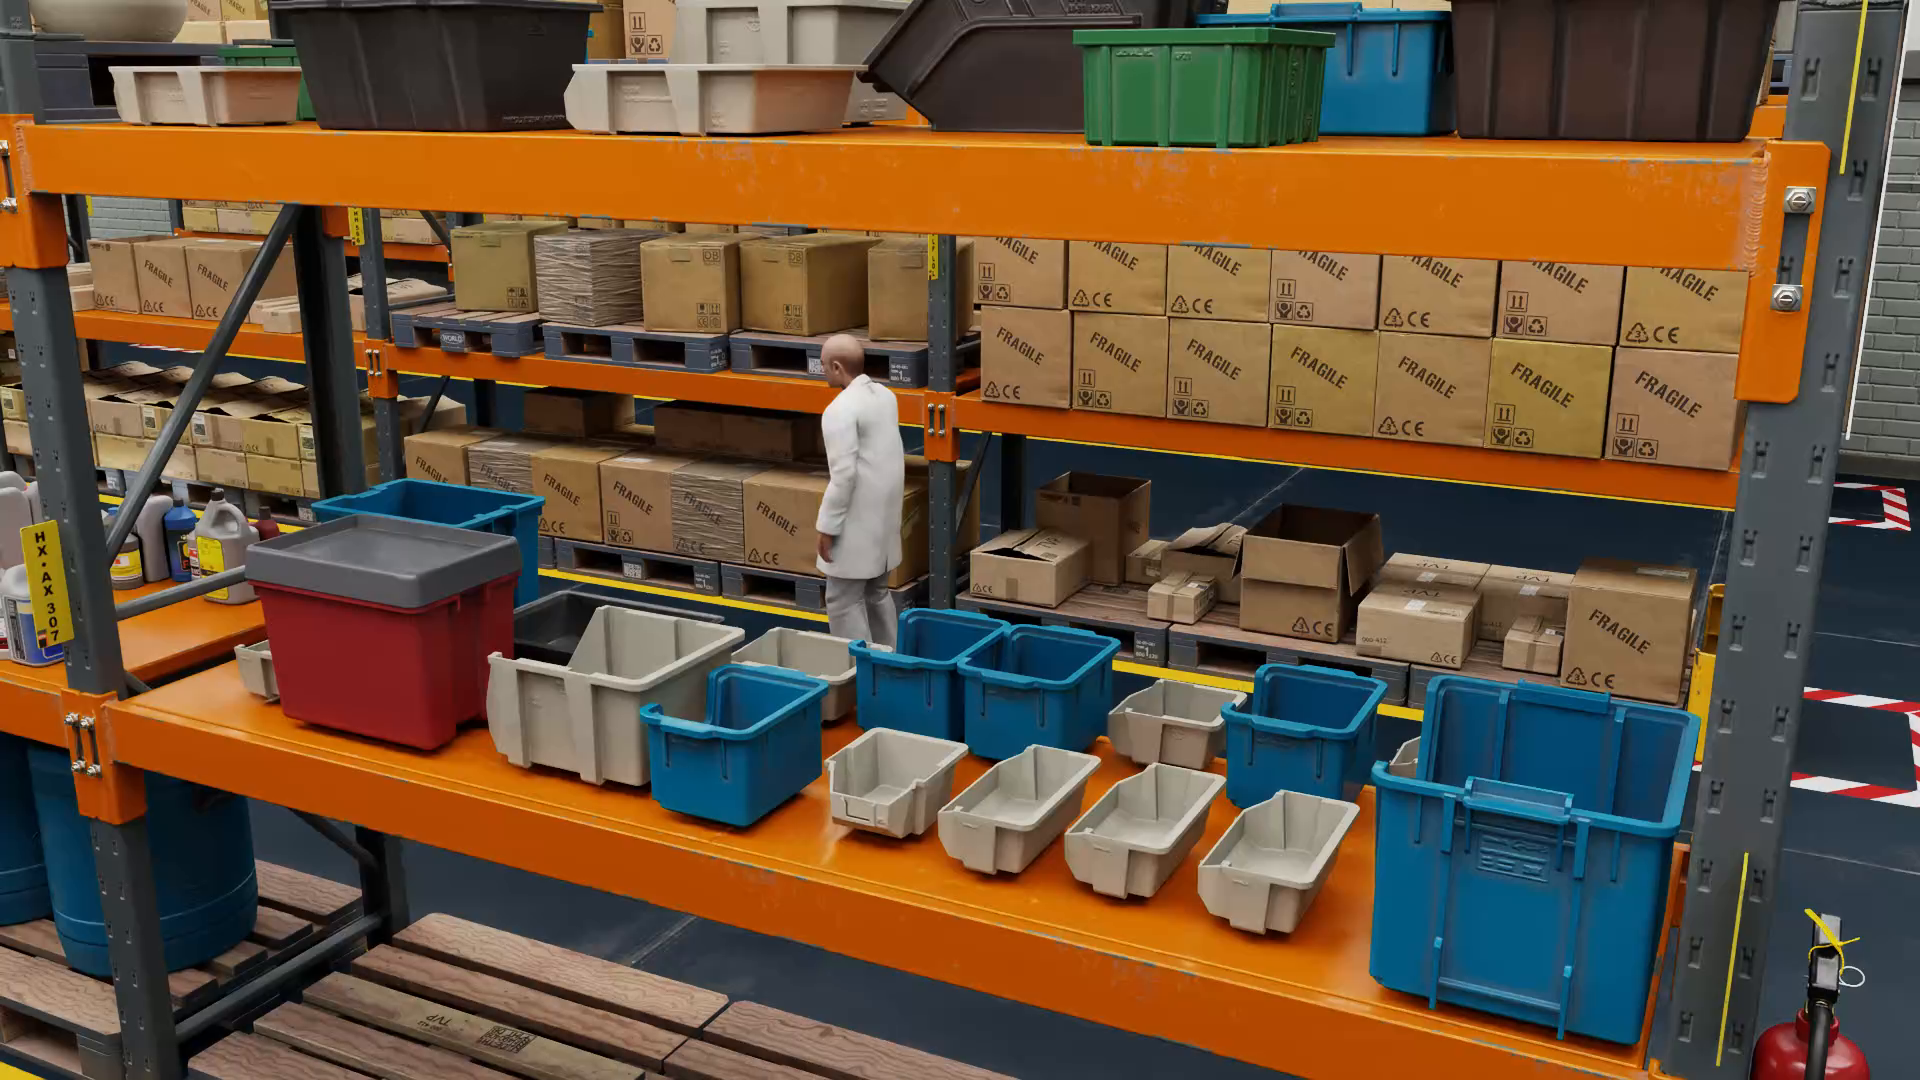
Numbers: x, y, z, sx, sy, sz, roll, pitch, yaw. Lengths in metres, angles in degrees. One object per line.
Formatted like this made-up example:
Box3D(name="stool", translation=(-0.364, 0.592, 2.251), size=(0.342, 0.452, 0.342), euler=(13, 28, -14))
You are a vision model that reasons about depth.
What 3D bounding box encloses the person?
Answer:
Box3D(name="person", translation=(-0.479, -0.091, 7.882), size=(0.418, 1.774, 0.647), euler=(7, 17, 25))
